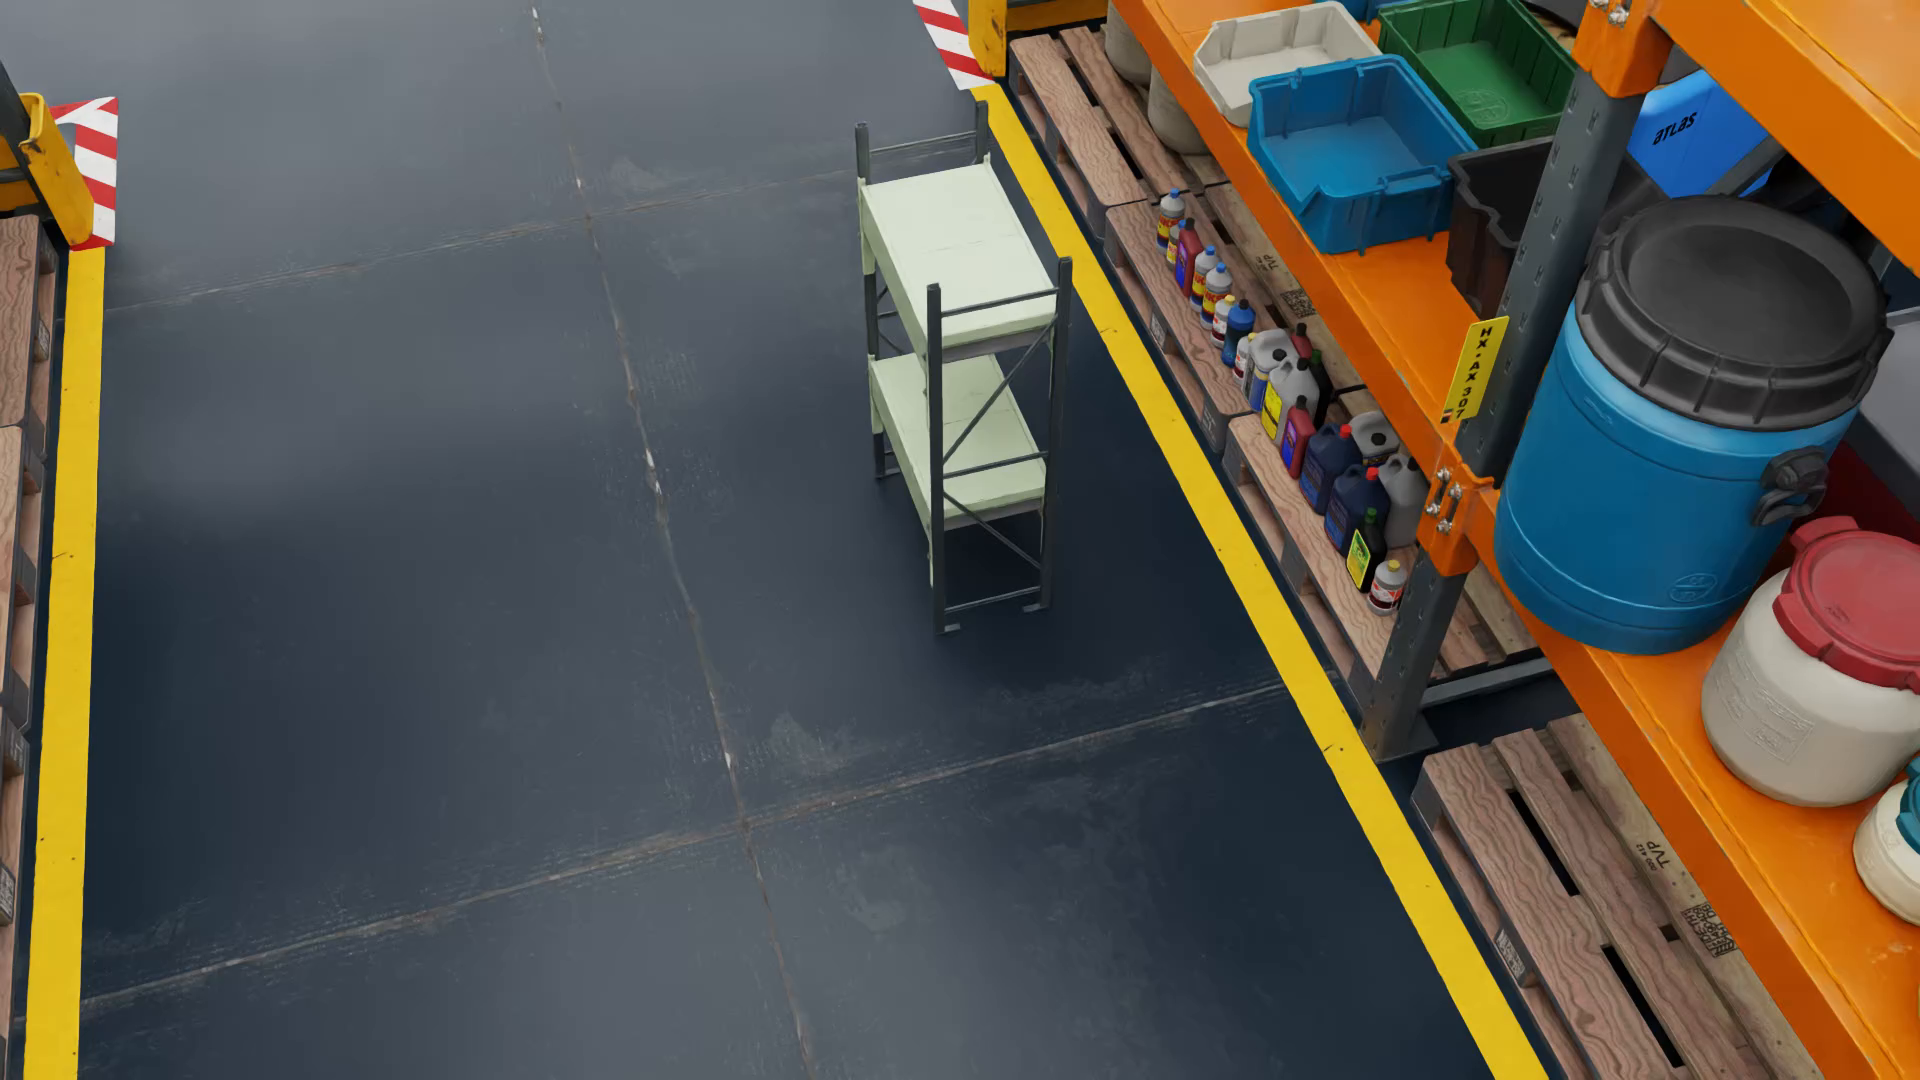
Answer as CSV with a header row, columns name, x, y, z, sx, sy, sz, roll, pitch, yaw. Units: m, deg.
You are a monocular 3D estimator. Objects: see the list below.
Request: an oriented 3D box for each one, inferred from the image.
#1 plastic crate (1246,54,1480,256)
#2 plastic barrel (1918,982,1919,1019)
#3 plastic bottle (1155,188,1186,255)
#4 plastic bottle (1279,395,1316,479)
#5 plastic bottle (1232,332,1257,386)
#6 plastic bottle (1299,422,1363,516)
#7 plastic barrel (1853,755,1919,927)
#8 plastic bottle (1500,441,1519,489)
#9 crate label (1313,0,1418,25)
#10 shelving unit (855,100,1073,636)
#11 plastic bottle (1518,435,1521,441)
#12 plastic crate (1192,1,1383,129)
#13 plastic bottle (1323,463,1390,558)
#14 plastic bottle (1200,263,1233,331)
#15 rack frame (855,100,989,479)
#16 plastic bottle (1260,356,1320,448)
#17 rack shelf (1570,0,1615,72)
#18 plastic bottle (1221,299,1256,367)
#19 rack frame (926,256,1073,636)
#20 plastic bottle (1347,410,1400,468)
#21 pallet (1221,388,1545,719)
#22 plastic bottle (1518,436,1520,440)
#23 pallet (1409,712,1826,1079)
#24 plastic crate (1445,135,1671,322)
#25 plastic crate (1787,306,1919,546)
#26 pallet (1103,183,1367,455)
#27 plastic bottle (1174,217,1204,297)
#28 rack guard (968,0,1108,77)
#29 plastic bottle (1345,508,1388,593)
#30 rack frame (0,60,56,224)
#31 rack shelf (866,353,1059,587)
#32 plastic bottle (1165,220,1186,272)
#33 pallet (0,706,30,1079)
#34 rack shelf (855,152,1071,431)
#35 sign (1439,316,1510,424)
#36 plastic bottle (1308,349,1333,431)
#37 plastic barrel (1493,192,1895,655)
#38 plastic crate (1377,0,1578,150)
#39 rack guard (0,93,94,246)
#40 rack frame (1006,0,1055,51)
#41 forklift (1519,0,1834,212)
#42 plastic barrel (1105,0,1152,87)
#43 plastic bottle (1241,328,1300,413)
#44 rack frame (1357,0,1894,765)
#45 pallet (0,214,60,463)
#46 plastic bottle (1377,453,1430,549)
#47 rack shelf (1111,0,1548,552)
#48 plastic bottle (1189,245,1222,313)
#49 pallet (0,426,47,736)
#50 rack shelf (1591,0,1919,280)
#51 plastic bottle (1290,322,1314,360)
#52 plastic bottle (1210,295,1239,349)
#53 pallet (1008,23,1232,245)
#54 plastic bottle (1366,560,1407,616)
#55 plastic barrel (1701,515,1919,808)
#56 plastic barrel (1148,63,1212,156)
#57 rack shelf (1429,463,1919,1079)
name,x,y,z,sx,sy,sz,roll,pitch,yaw
plastic crate,1.160,-1.126,4.834,0.499,0.251,0.616,-13,51,-11
plastic barrel,2.037,0.814,3.013,0.433,0.535,0.433,0,50,0
plastic bottle,0.802,-1.216,6.310,0.097,0.271,0.097,0,50,0
plastic bottle,1.136,-0.348,5.570,0.061,0.283,0.133,-10,51,-9
plastic bottle,1.023,-0.648,5.877,0.097,0.201,0.097,0,50,0
plastic bottle,1.224,-0.260,5.452,0.144,0.351,0.185,-16,52,-13
plastic barrel,1.992,0.619,3.357,0.301,0.262,0.301,0,50,0
plastic bottle,1.848,-0.230,5.471,0.061,0.283,0.133,-13,51,-11
crate label,1.367,-2.077,5.516,0.502,0.435,0.616,-13,51,-11
shelving unit,-0.002,-0.488,5.181,0.431,1.500,0.755,-13,51,-11
plastic bottle,1.904,-0.398,5.569,0.144,0.351,0.185,-12,51,-10
plastic crate,1.025,-1.471,5.200,0.530,0.136,0.437,-13,51,-11
plastic bottle,1.281,-0.120,5.334,0.144,0.351,0.185,-15,51,-12
plastic bottle,0.933,-0.893,6.037,0.097,0.271,0.097,0,50,0
rack frame,-0.110,-0.756,5.406,0.400,1.500,0.023,-13,51,-11
plastic bottle,1.129,-0.496,5.651,0.144,0.351,0.185,-14,51,-11
rack shelf,1.155,-2.623,4.508,1.077,0.370,4.000,-13,51,-11
plastic bottle,0.993,-0.745,5.913,0.097,0.271,0.097,0,50,0
rack frame,0.106,-0.221,4.955,0.400,1.500,0.023,-13,51,-11
plastic bottle,1.358,-0.288,5.525,0.152,0.276,0.135,-13,51,-11
pallet,1.588,-0.028,5.636,1.003,0.211,1.213,-13,51,-11
plastic bottle,1.767,-0.366,5.541,0.144,0.351,0.185,-13,51,-11
pallet,2.016,1.037,4.738,1.003,0.211,1.213,-13,51,-11
plastic crate,1.713,-0.818,4.518,0.767,0.338,0.504,-13,51,-11
plastic crate,2.182,-0.163,3.884,0.402,0.464,0.583,-13,51,-11
pallet,1.224,-0.921,6.388,1.003,0.211,1.213,-13,51,-11
plastic bottle,0.852,-1.050,6.163,0.061,0.283,0.133,-13,51,-10
rack guard,0.631,-2.498,7.529,1.175,0.500,0.348,-13,51,-11
plastic bottle,1.289,0.030,5.252,0.061,0.283,0.133,-11,51,-9
rack frame,-4.168,-2.228,5.667,1.000,3.000,0.127,-13,51,-11
rack shelf,-0.002,-0.278,5.430,0.431,0.370,0.720,-13,51,-11
plastic bottle,0.833,-1.118,6.273,0.097,0.201,0.097,0,50,0
pallet,-3.217,1.109,4.677,1.003,0.211,1.213,-13,51,-11
rack shelf,-0.002,-0.740,4.882,0.431,0.370,0.720,-13,51,-11
sign,1.218,-0.400,3.944,0.100,0.325,0.005,-13,51,-11
plastic bottle,1.219,-0.516,5.712,0.061,0.283,0.133,-13,51,-11
plastic barrel,1.572,-0.238,3.661,0.600,0.901,0.708,-13,51,-11
plastic crate,1.615,-1.414,5.119,0.450,0.188,0.662,-13,51,-11
rack guard,-4.145,-1.367,6.576,1.175,0.500,0.348,-13,51,-11
rack frame,0.564,-3.348,6.611,1.000,3.000,0.127,-13,51,-11
forklift,3.239,-2.655,6.071,3.031,2.935,1.130,-28,55,-21
plastic barrel,0.831,-2.218,7.011,0.421,0.512,0.421,0,50,0
plastic bottle,1.084,-0.592,5.781,0.152,0.276,0.135,-12,51,-10
rack frame,1.747,-0.427,4.148,1.000,3.000,0.127,-13,51,-11
pallet,-3.939,-0.673,6.179,1.003,0.211,1.213,-13,51,-11
plastic bottle,1.419,-0.153,5.362,0.144,0.351,0.185,-13,51,-11
rack shelf,1.155,-1.656,5.654,1.077,0.370,4.000,-13,51,-11
plastic bottle,0.904,-0.966,6.099,0.097,0.271,0.097,0,50,0
pallet,-3.582,0.217,5.429,1.003,0.211,1.213,-13,51,-11
rack shelf,2.338,0.299,2.045,1.077,0.370,4.000,-13,51,-11
plastic bottle,1.186,-0.618,5.798,0.061,0.283,0.133,-13,51,-11
plastic bottle,0.963,-0.798,6.003,0.097,0.201,0.097,0,50,0
pallet,0.866,-1.810,7.138,1.003,0.211,1.213,-13,51,-11
plastic bottle,1.342,0.139,5.214,0.097,0.201,0.097,0,50,0
plastic barrel,1.820,0.278,3.465,0.433,0.535,0.433,0,50,0
plastic barrel,0.980,-1.852,6.702,0.421,0.512,0.421,0,50,0
rack shelf,2.338,1.266,3.192,1.077,0.370,4.000,-13,51,-11
